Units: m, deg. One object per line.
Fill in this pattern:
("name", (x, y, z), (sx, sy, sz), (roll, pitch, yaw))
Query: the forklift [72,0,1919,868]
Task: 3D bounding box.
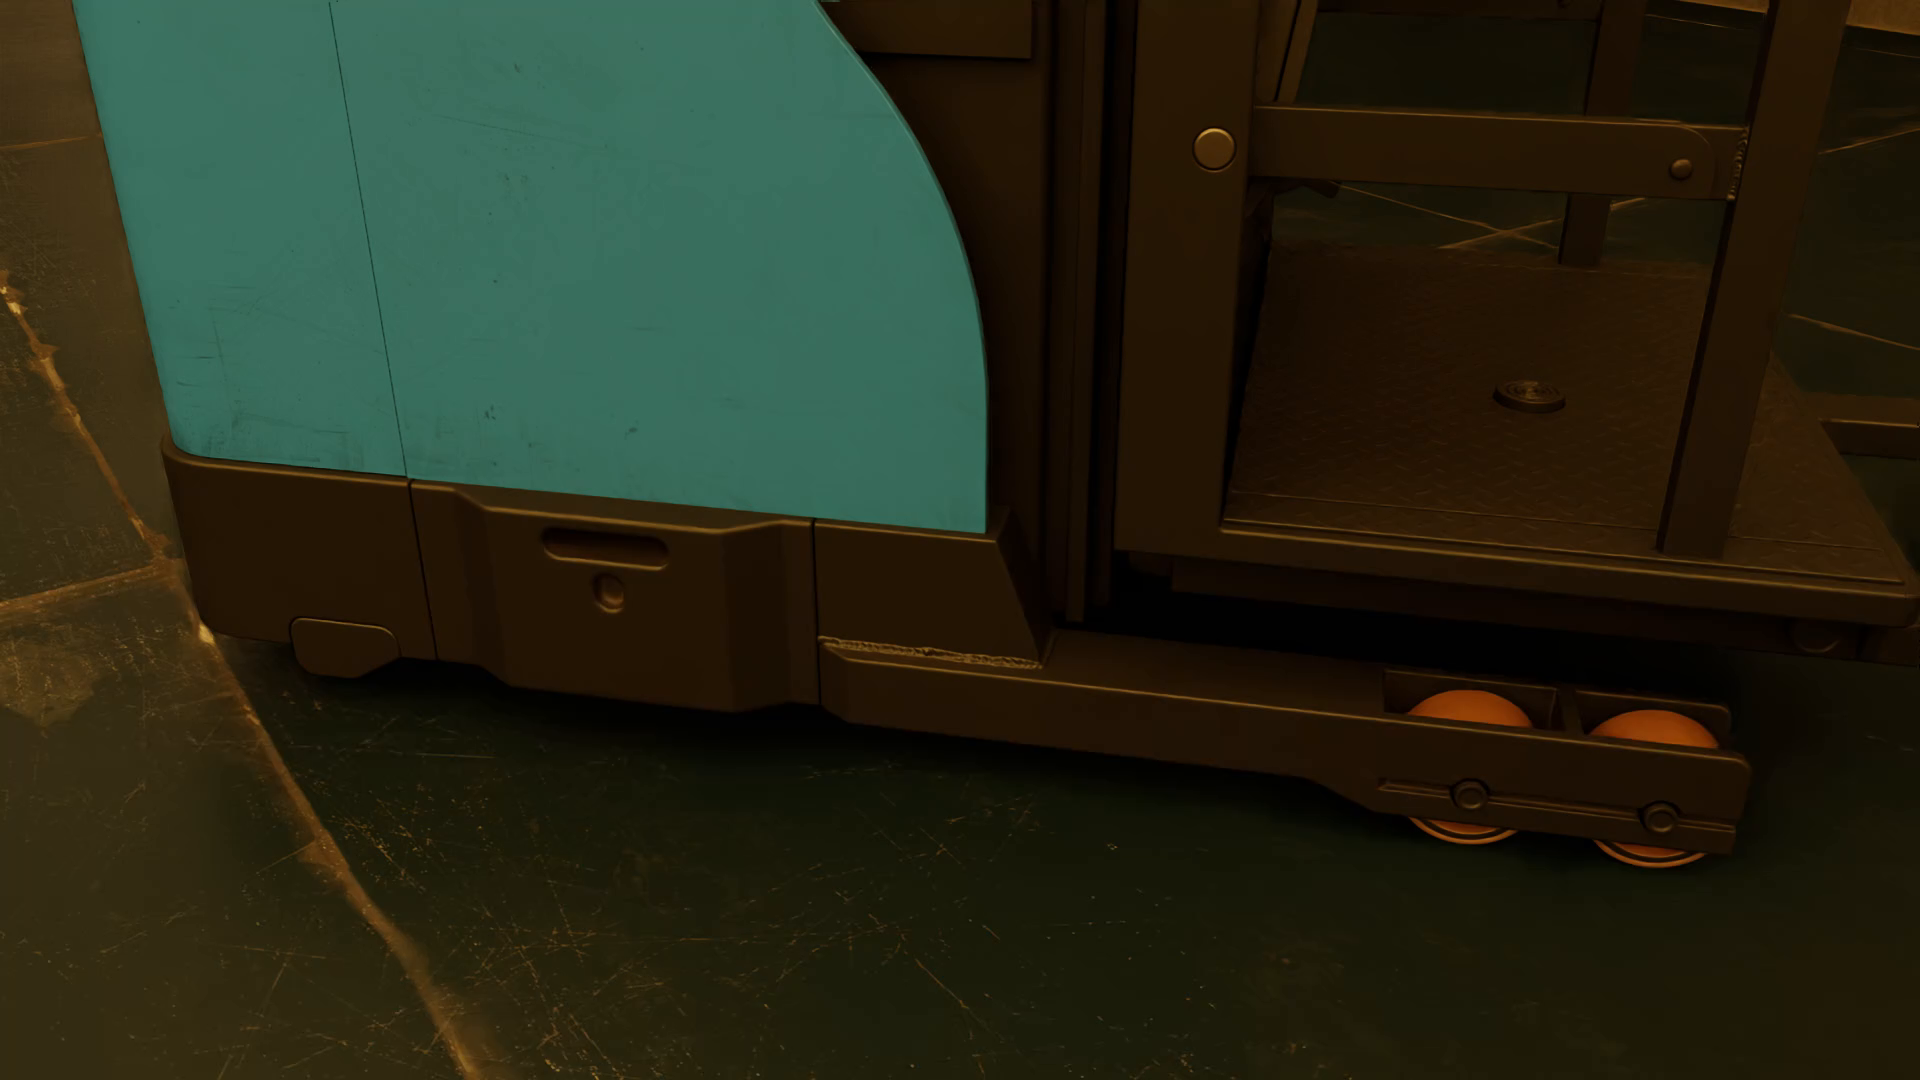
("forklift", (0.580, -1.218, 1.659), (3.031, 2.935, 1.130), (6, 27, 11))
